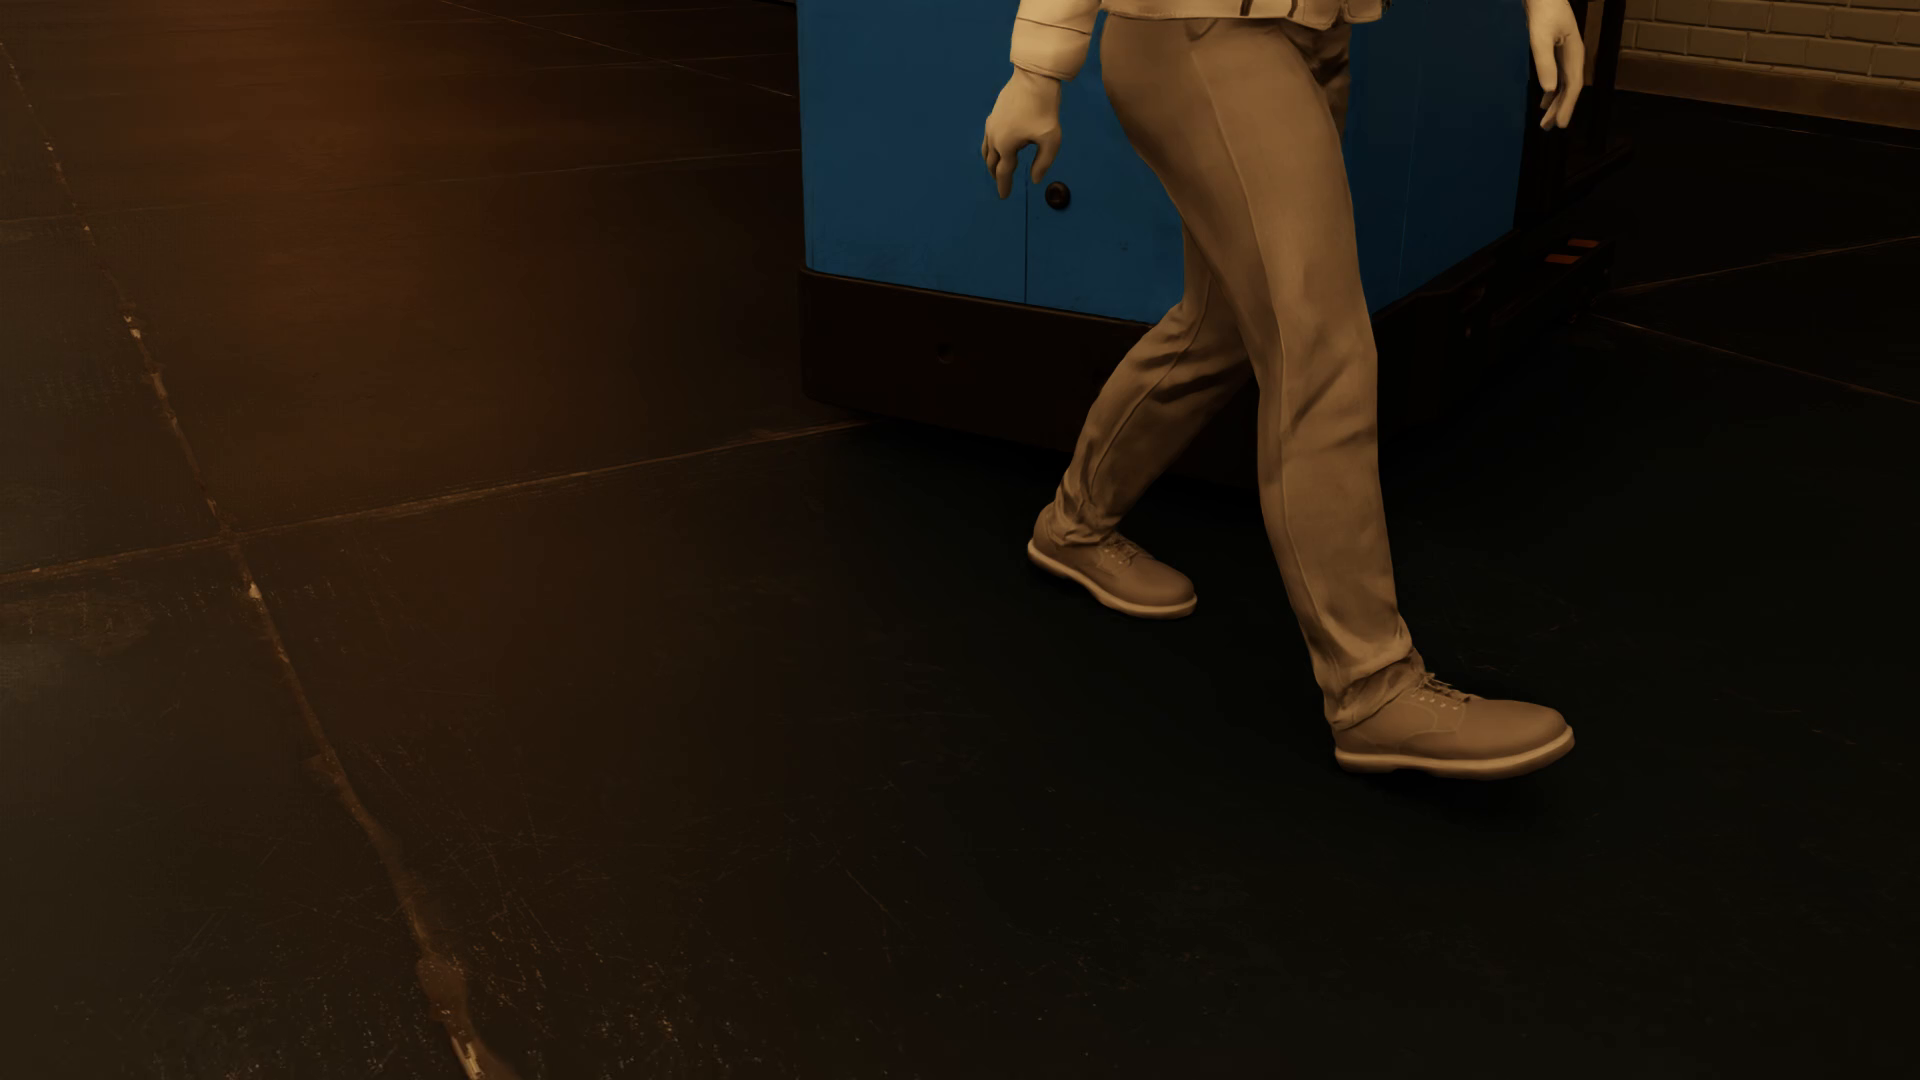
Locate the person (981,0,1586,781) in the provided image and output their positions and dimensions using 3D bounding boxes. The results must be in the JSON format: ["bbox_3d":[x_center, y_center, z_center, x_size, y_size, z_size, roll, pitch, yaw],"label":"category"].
[{"bbox_3d":[0.370,-0.547,1.867,0.893,1.601,0.605,16,27,34],"label":"person"}]

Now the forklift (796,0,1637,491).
[{"bbox_3d":[0.920,-1.938,3.497,1.130,2.935,3.031,14,26,30],"label":"forklift"}]
